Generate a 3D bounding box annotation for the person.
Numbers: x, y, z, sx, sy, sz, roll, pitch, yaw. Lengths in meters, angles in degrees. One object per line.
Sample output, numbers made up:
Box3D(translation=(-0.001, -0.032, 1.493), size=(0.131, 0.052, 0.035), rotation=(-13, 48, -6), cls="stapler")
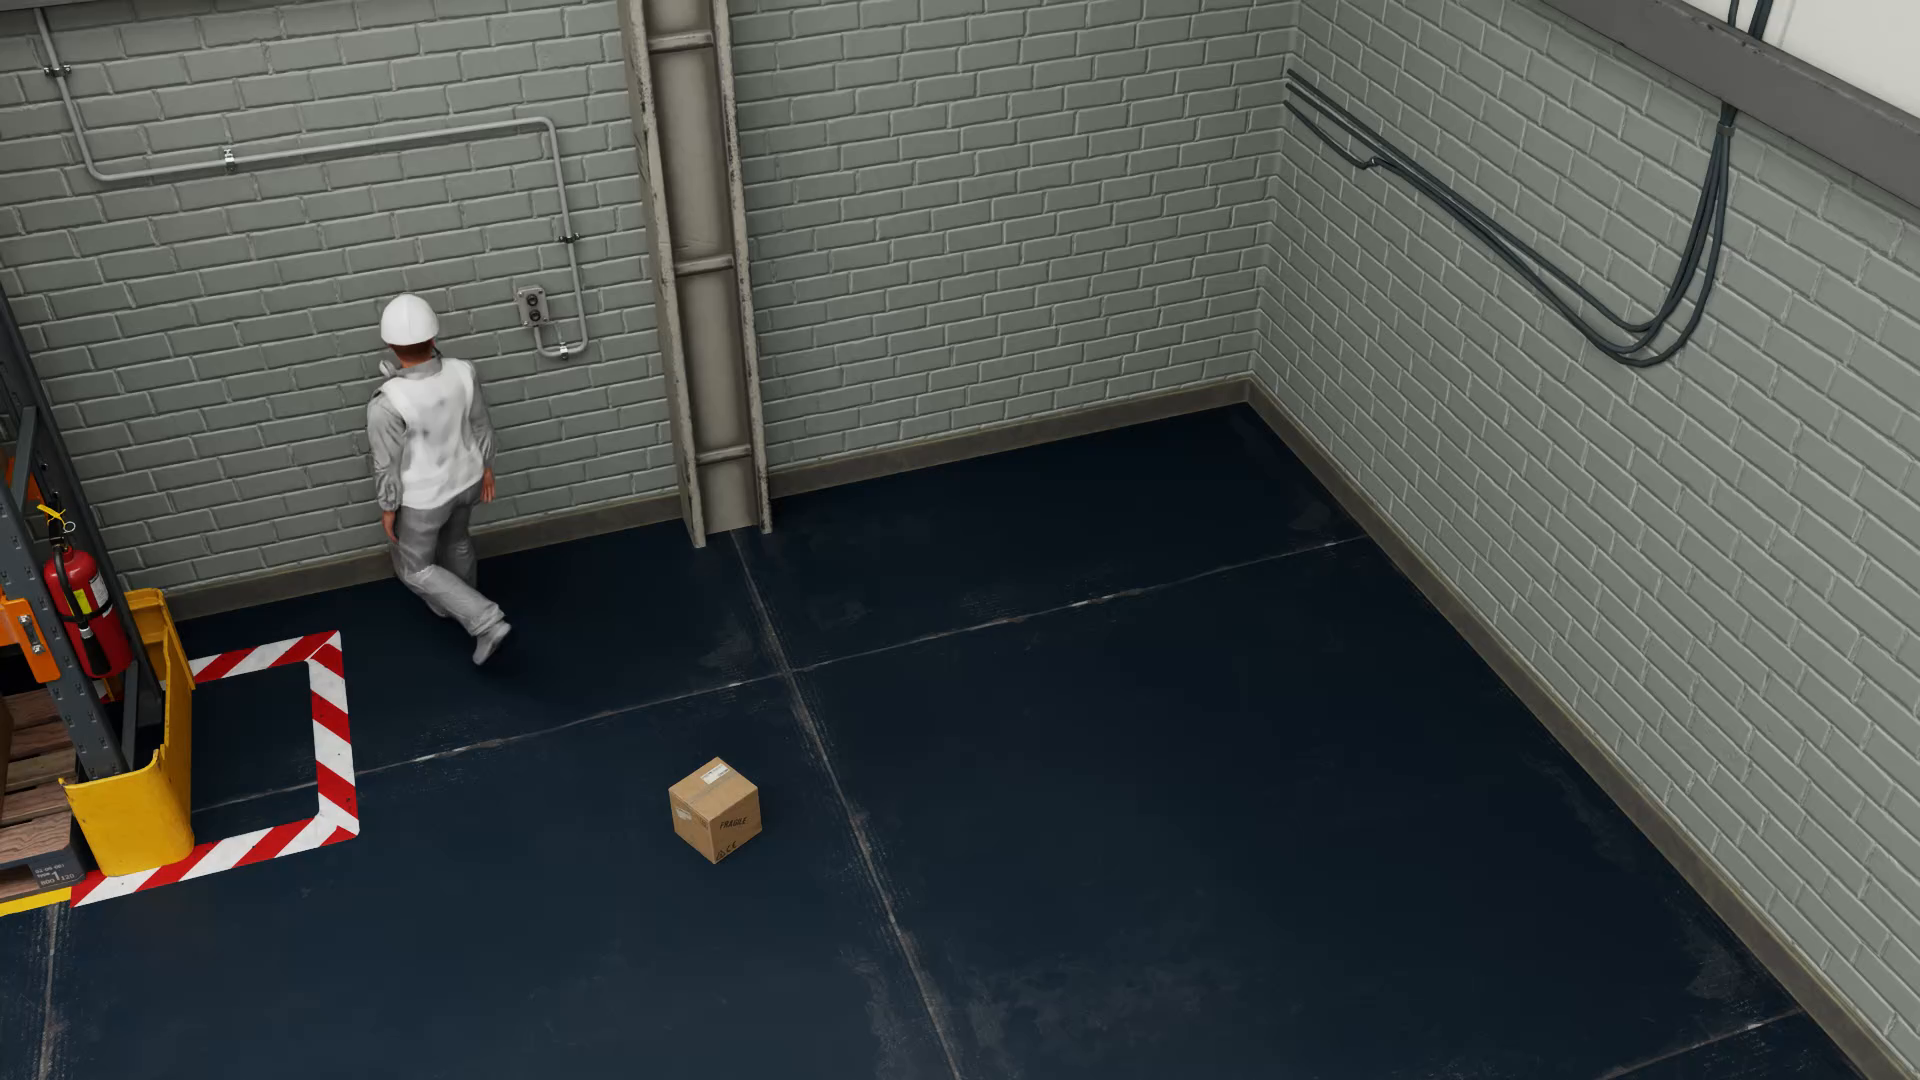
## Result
Box3D(translation=(-2.218, -0.238, 7.059), size=(0.740, 1.755, 0.550), rotation=(23, 43, 27), cls="person")
